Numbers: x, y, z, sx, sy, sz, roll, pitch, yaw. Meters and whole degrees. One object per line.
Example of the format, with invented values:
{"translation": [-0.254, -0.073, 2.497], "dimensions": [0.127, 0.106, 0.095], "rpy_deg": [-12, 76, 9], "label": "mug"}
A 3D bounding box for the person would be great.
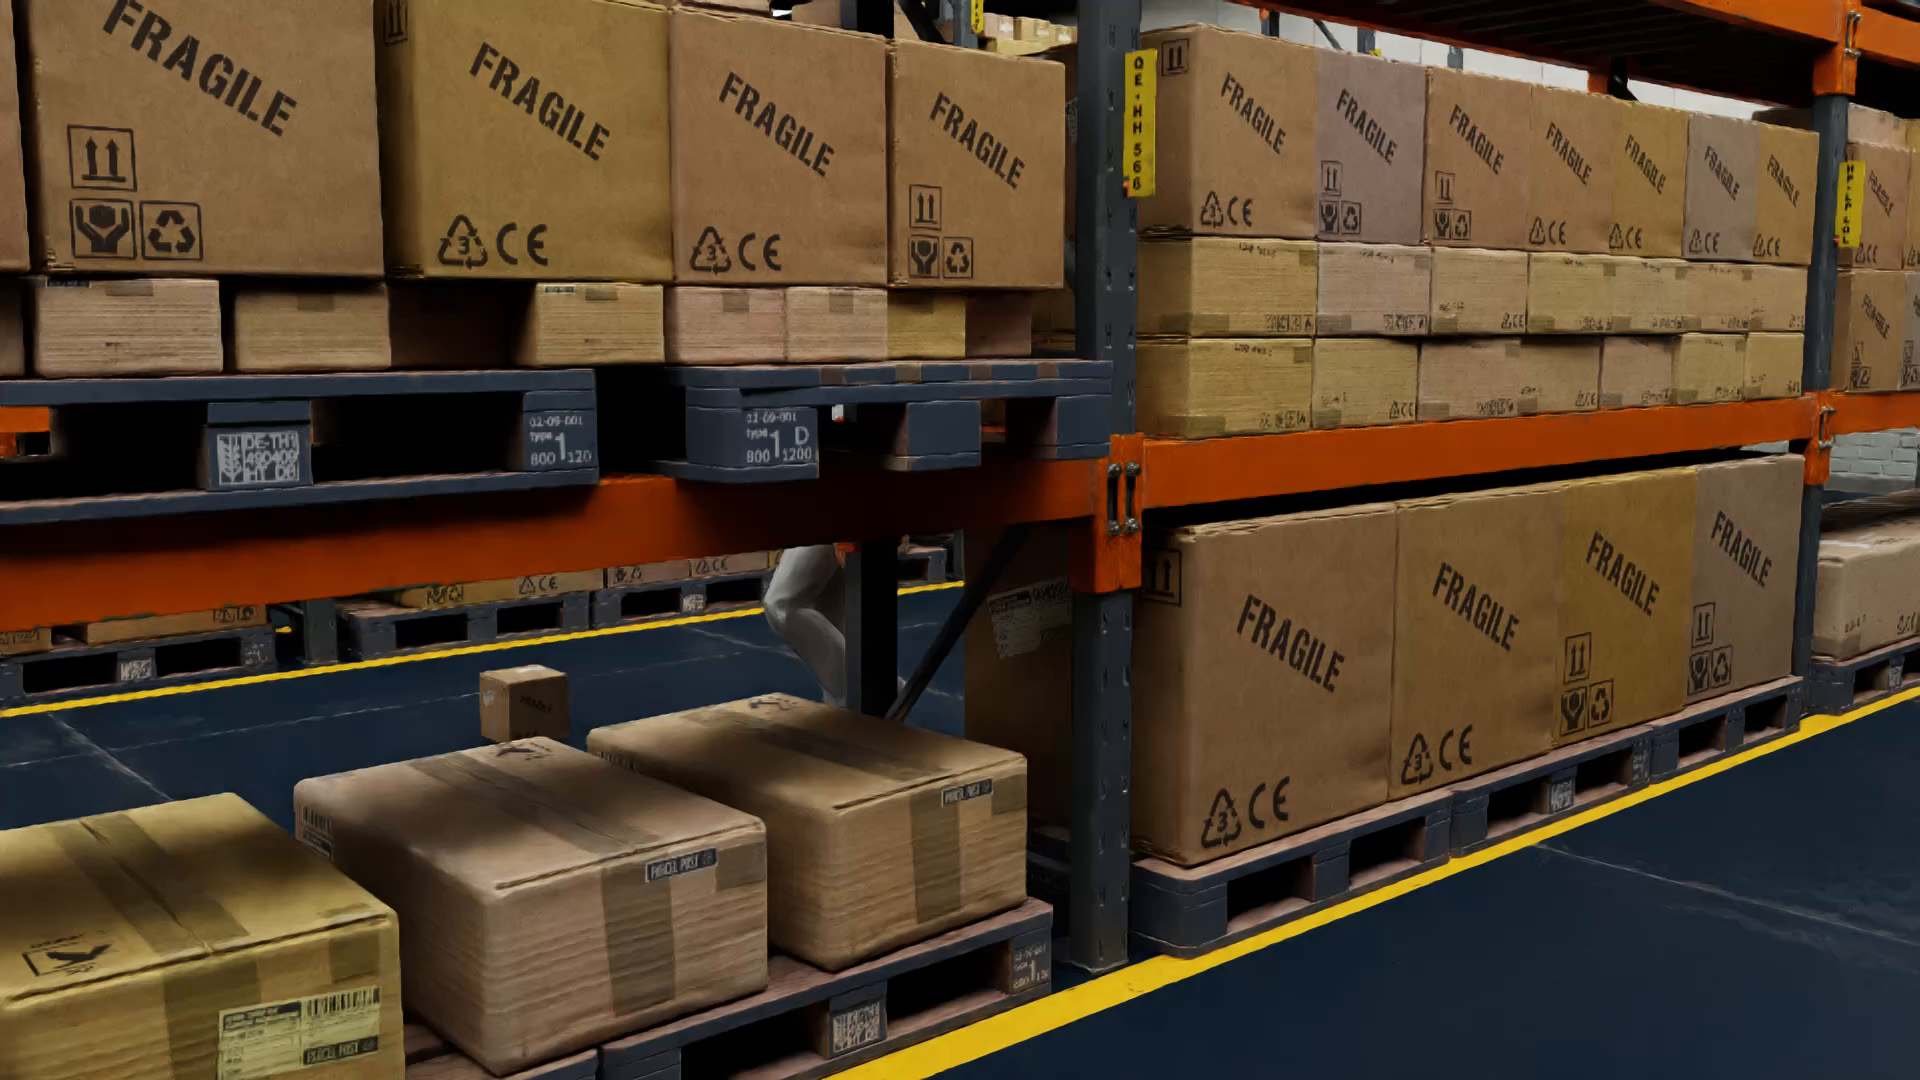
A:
{"translation": [-0.502, -0.038, 6.062], "dimensions": [0.461, 1.643, 0.515], "rpy_deg": [-2, 8, -12], "label": "person"}
